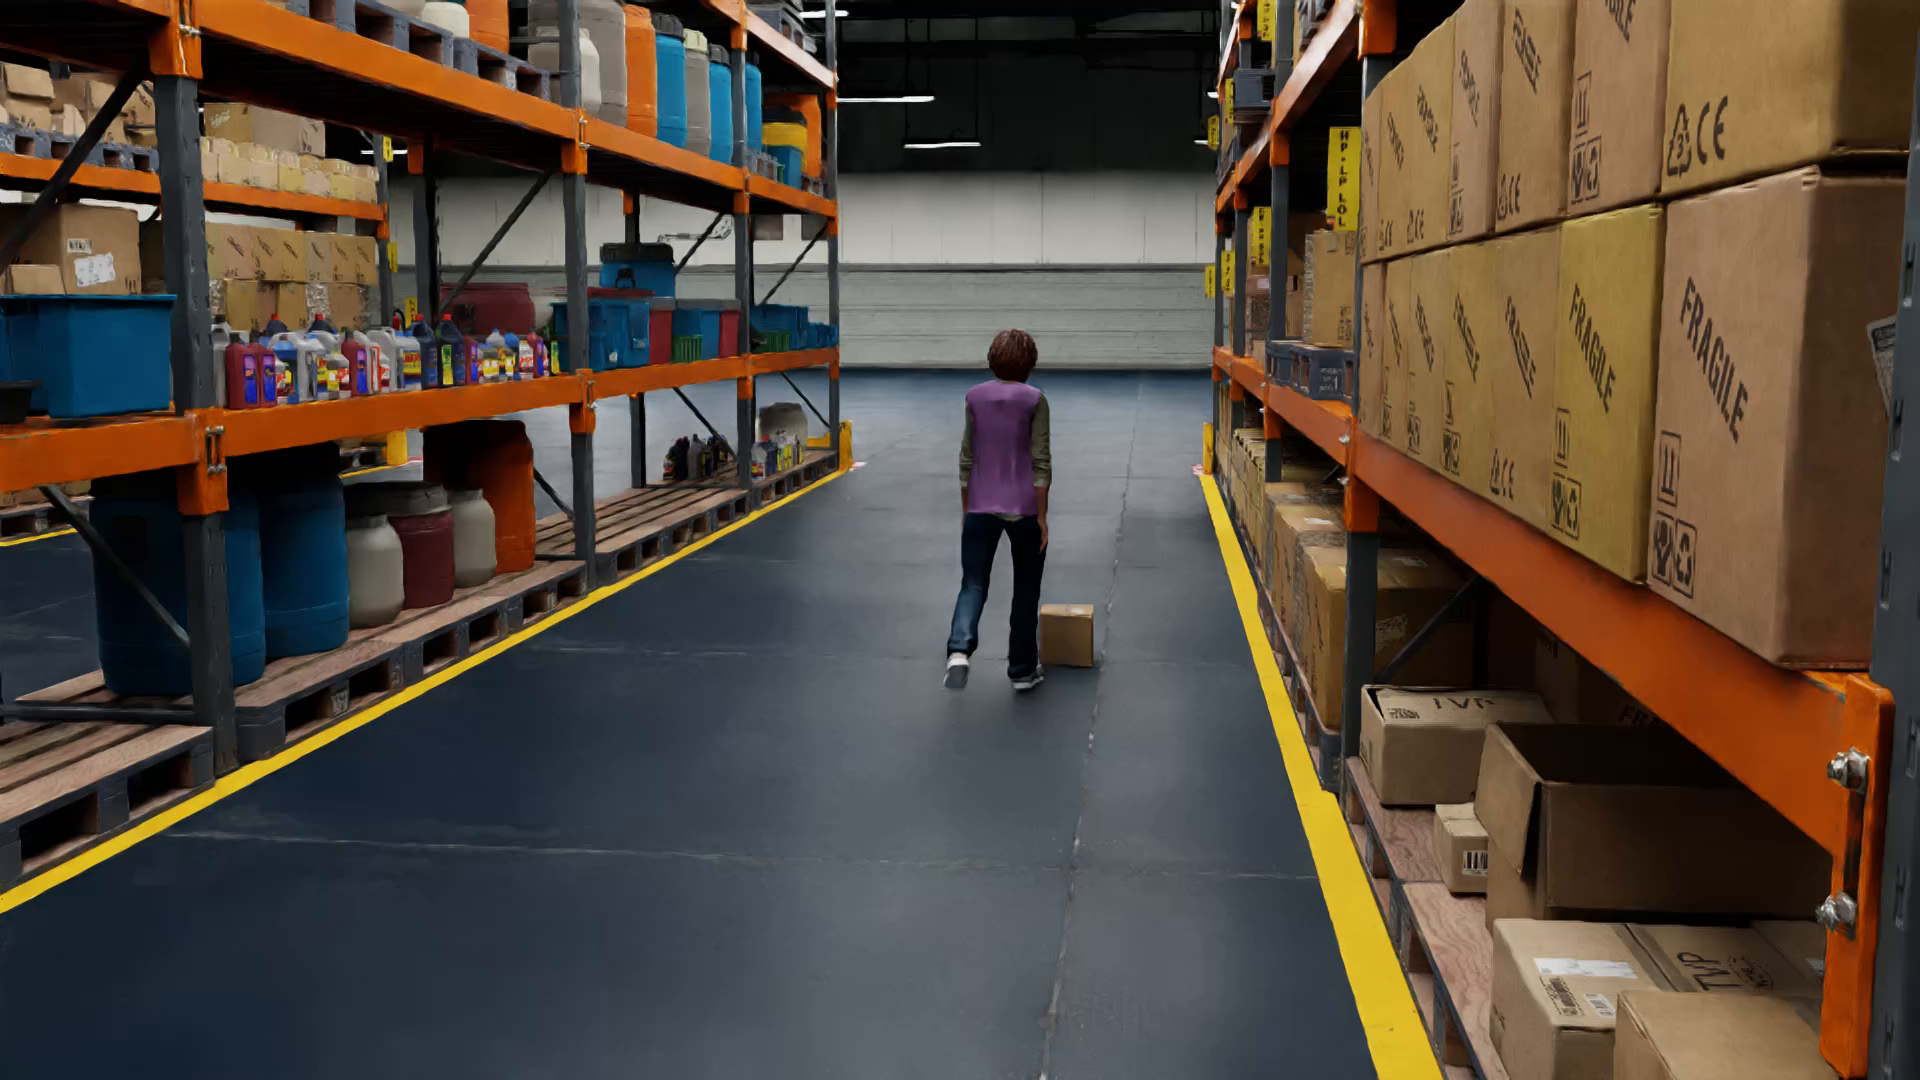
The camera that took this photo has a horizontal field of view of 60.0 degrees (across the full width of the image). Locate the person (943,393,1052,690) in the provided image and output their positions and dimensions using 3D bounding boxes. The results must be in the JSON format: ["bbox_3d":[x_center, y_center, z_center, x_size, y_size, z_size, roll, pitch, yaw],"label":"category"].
[{"bbox_3d":[0.185,0.011,7.083,0.419,1.332,0.812,2,8,15],"label":"person"}]
